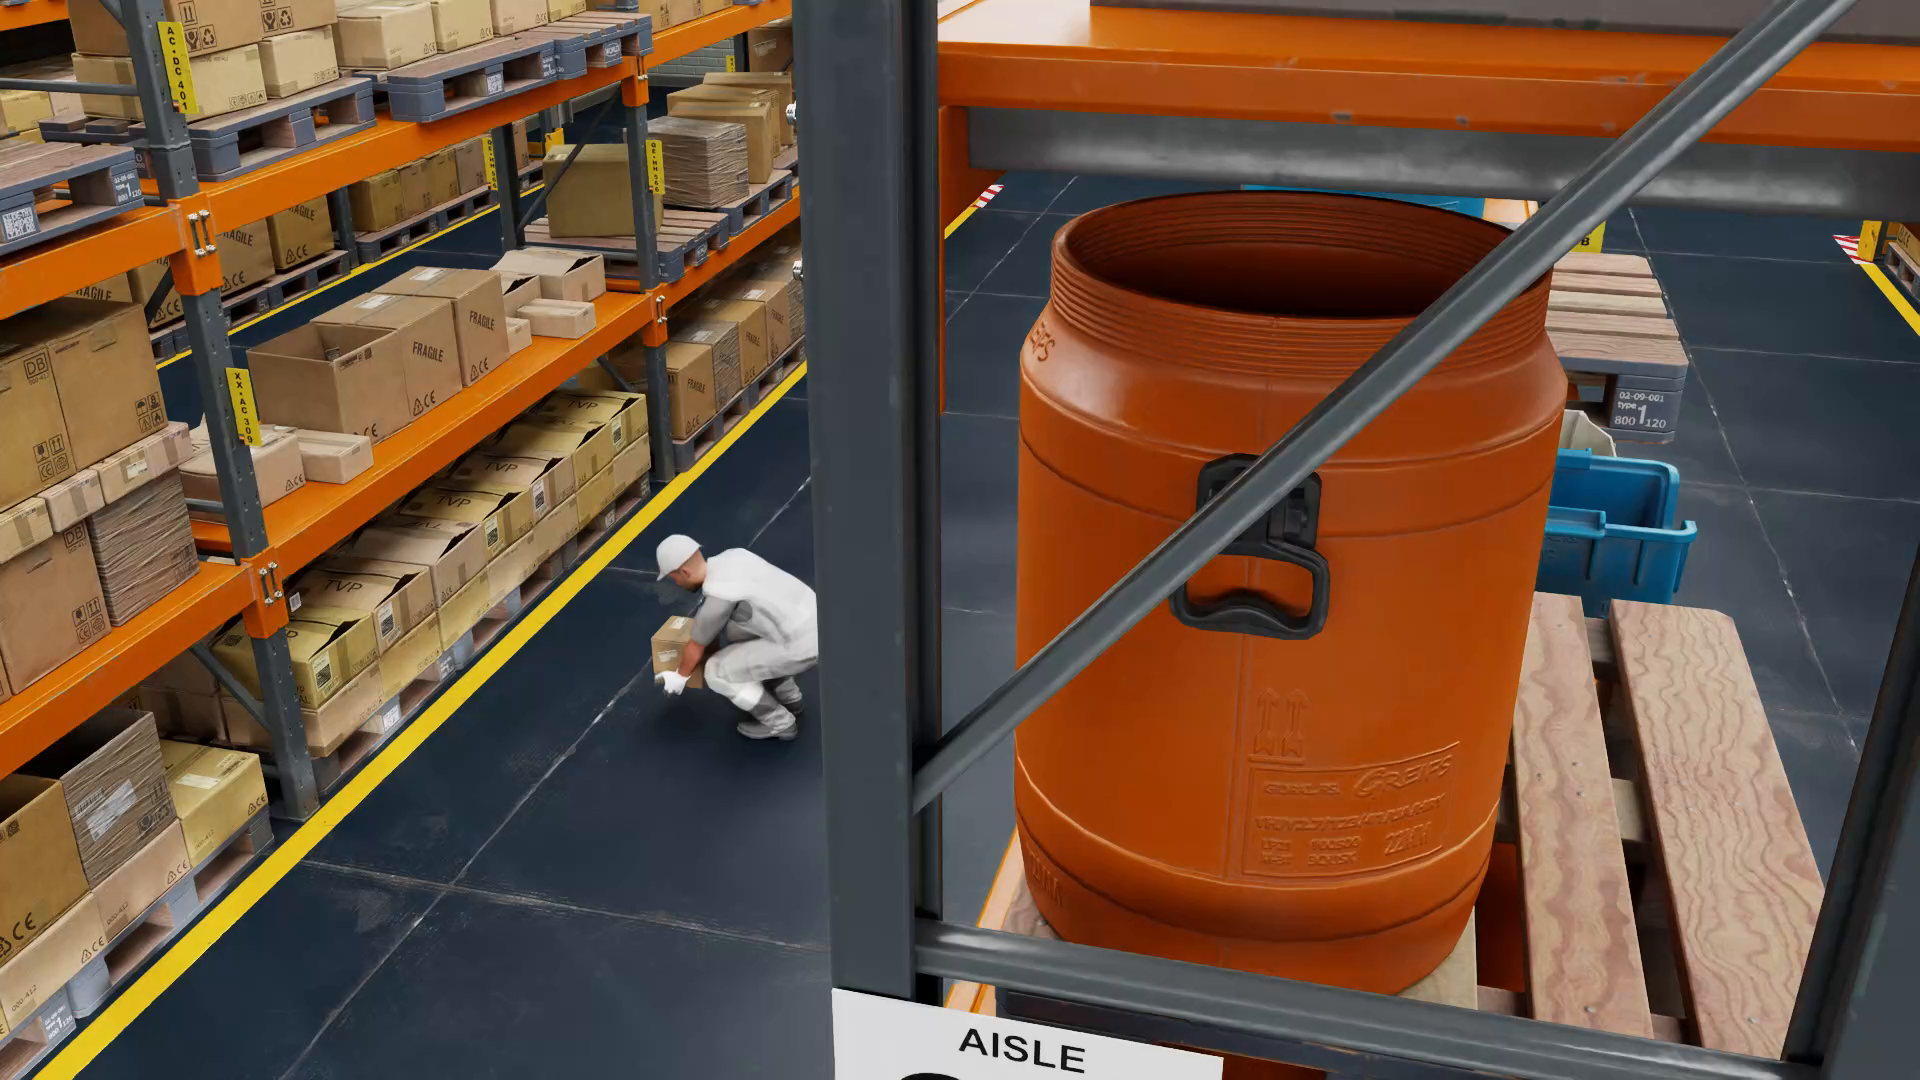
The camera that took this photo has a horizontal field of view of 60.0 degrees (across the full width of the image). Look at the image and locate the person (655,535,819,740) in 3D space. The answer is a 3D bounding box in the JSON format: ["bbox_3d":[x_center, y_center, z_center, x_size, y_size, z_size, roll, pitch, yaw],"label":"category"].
[{"bbox_3d":[-1.039,0.446,8.072,0.894,0.997,0.534,6,26,12],"label":"person"}]
